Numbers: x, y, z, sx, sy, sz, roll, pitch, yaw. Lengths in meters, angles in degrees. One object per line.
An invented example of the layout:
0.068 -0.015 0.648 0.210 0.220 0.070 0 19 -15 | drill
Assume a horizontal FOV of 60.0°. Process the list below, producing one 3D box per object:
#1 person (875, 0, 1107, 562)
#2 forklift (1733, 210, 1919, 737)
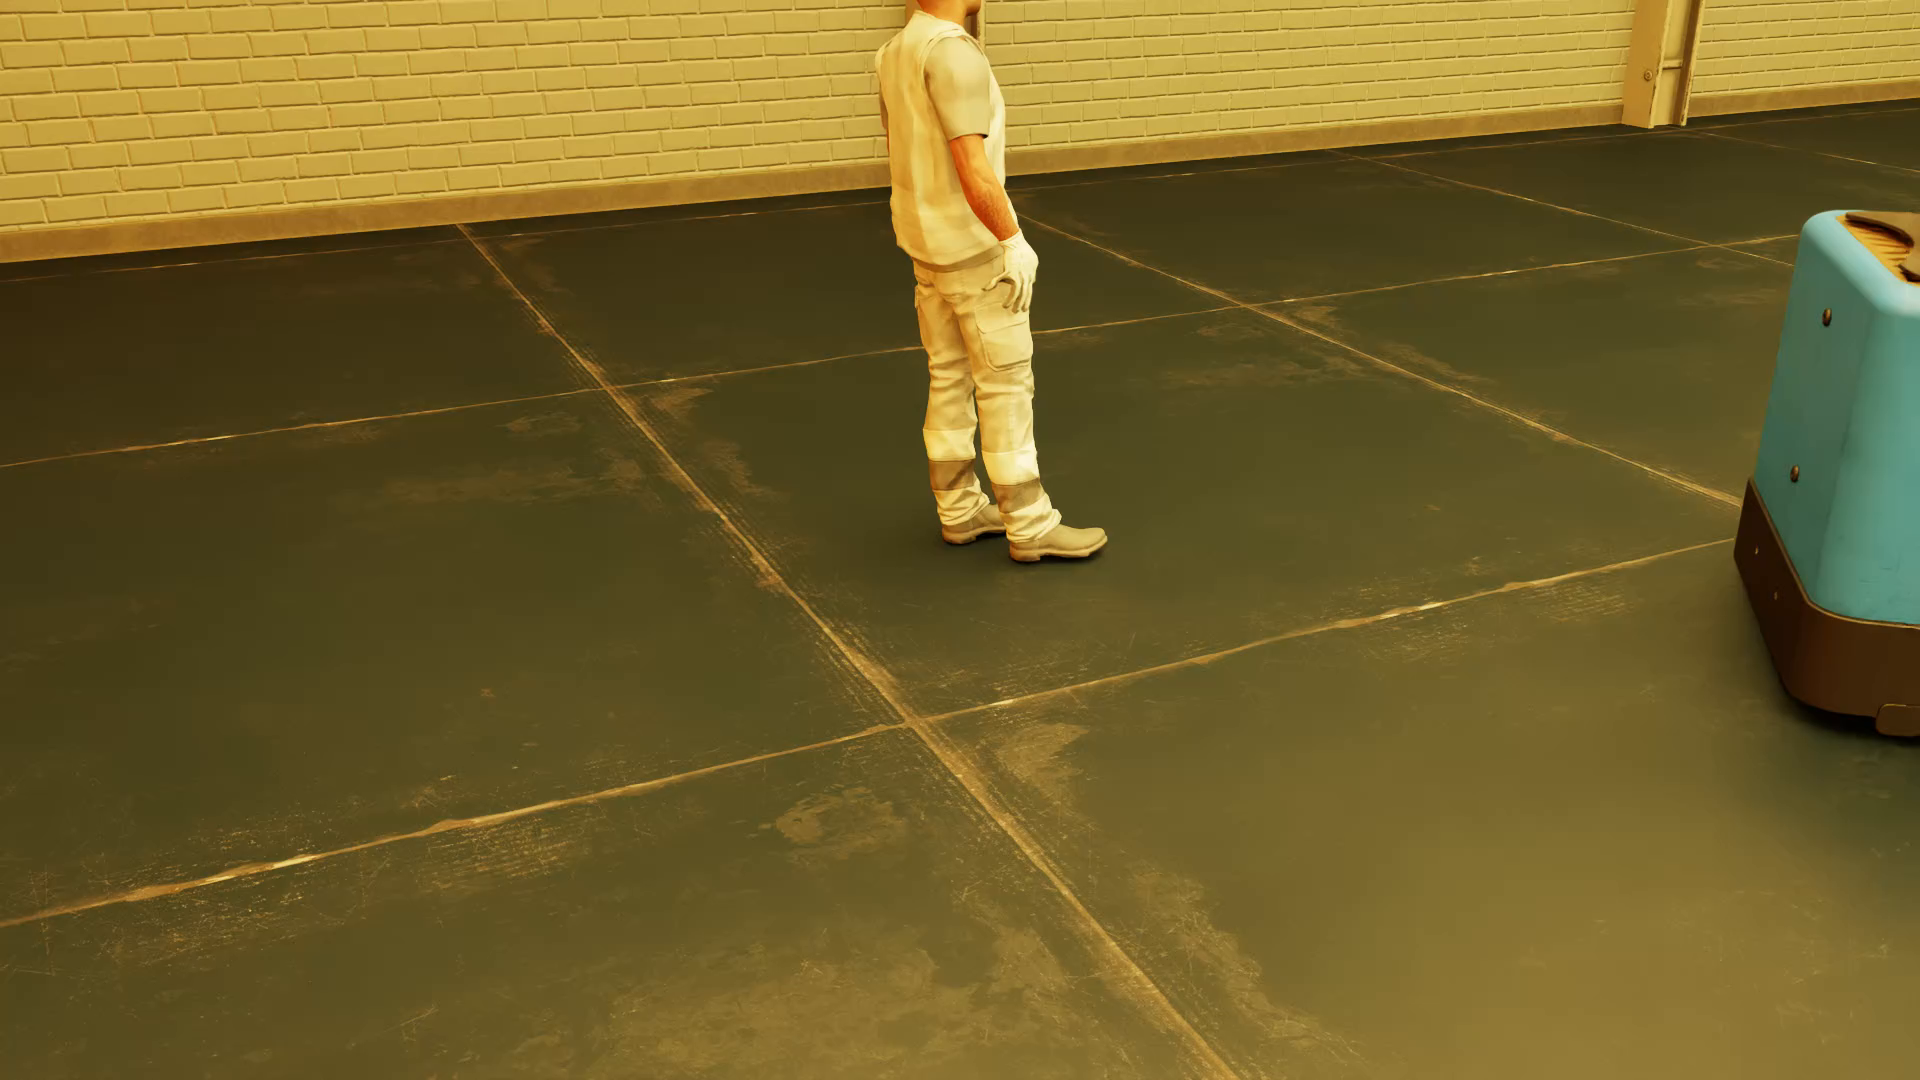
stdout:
0.078 -0.842 4.784 0.562 1.789 0.638 -10 25 -23 | person
3.581 -0.927 3.518 3.031 2.935 1.130 6 23 14 | forklift
